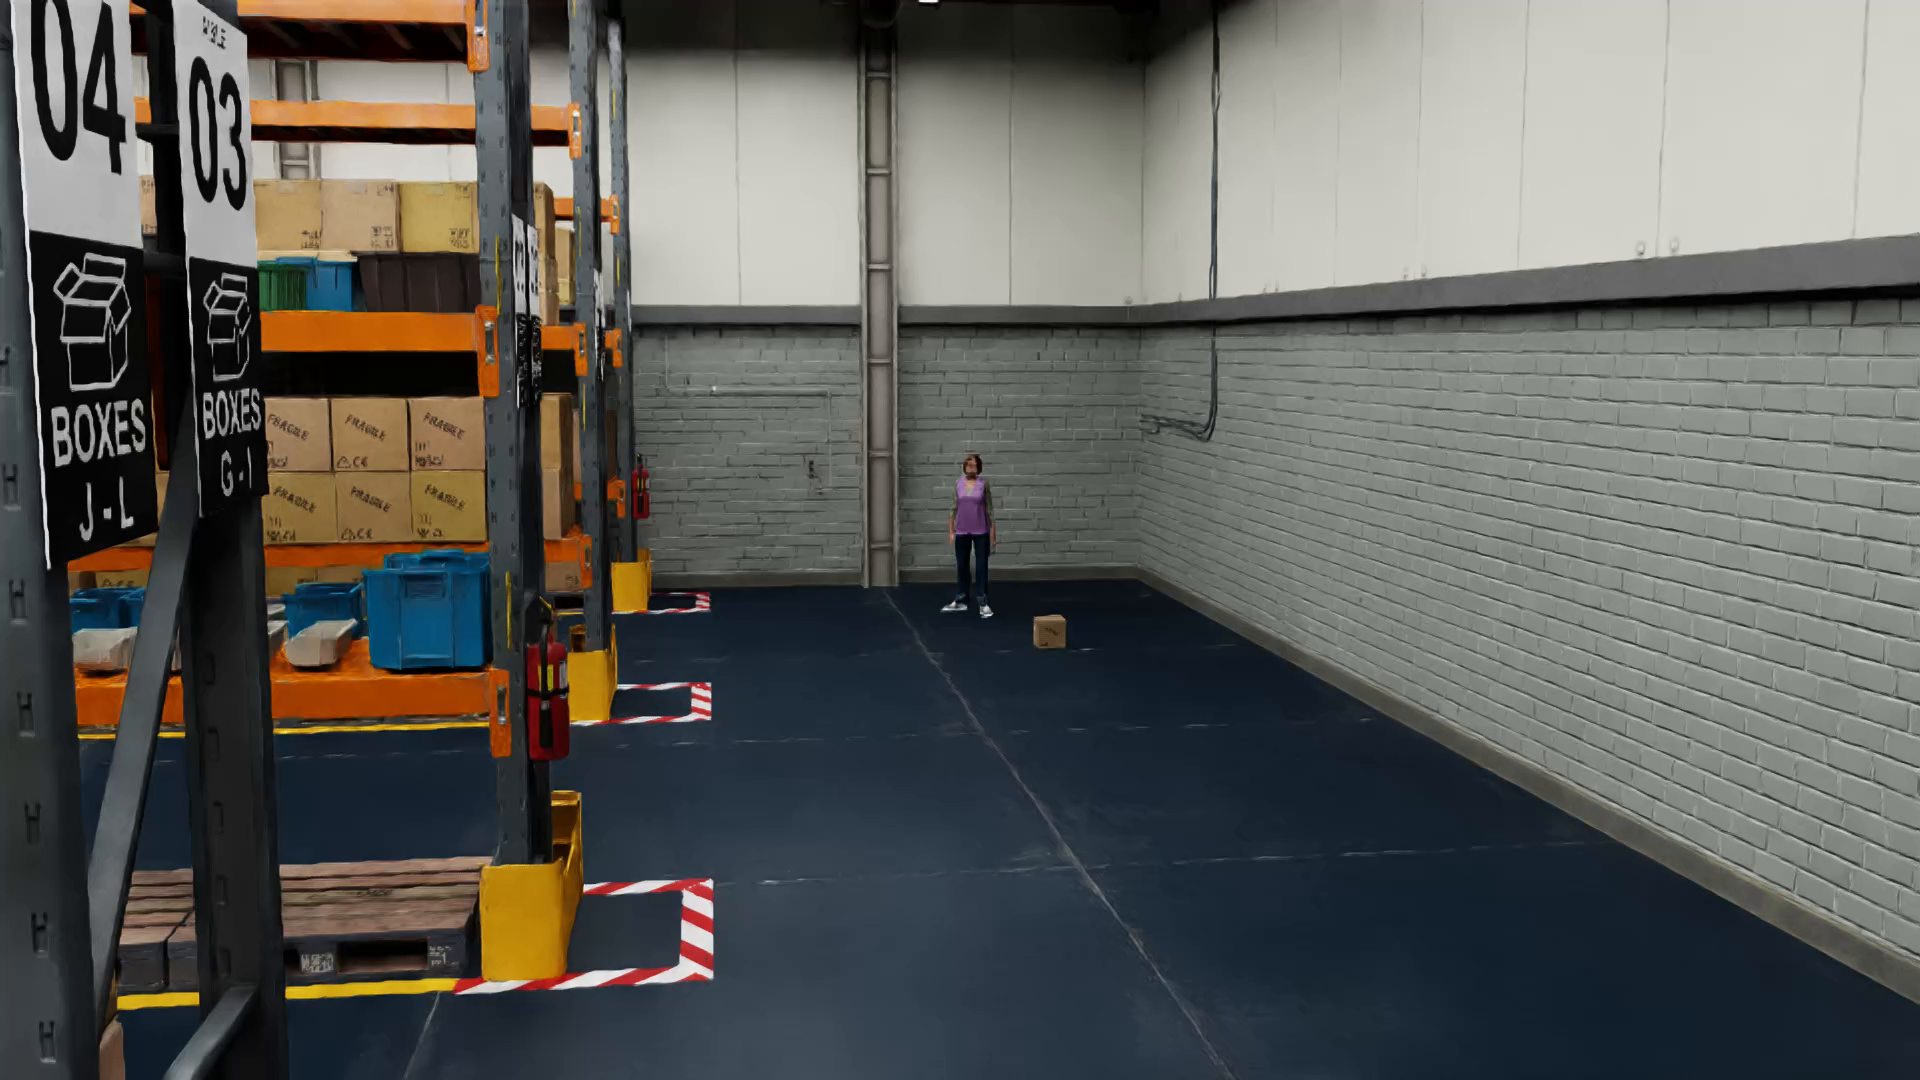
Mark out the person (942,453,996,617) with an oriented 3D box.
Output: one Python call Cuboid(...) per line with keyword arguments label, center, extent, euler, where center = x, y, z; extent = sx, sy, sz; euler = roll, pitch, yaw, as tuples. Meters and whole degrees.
Cuboid(label="person", center=(0.081, -0.057, 16.419), extent=(0.549, 1.604, 0.378), euler=(2, 7, 13))
